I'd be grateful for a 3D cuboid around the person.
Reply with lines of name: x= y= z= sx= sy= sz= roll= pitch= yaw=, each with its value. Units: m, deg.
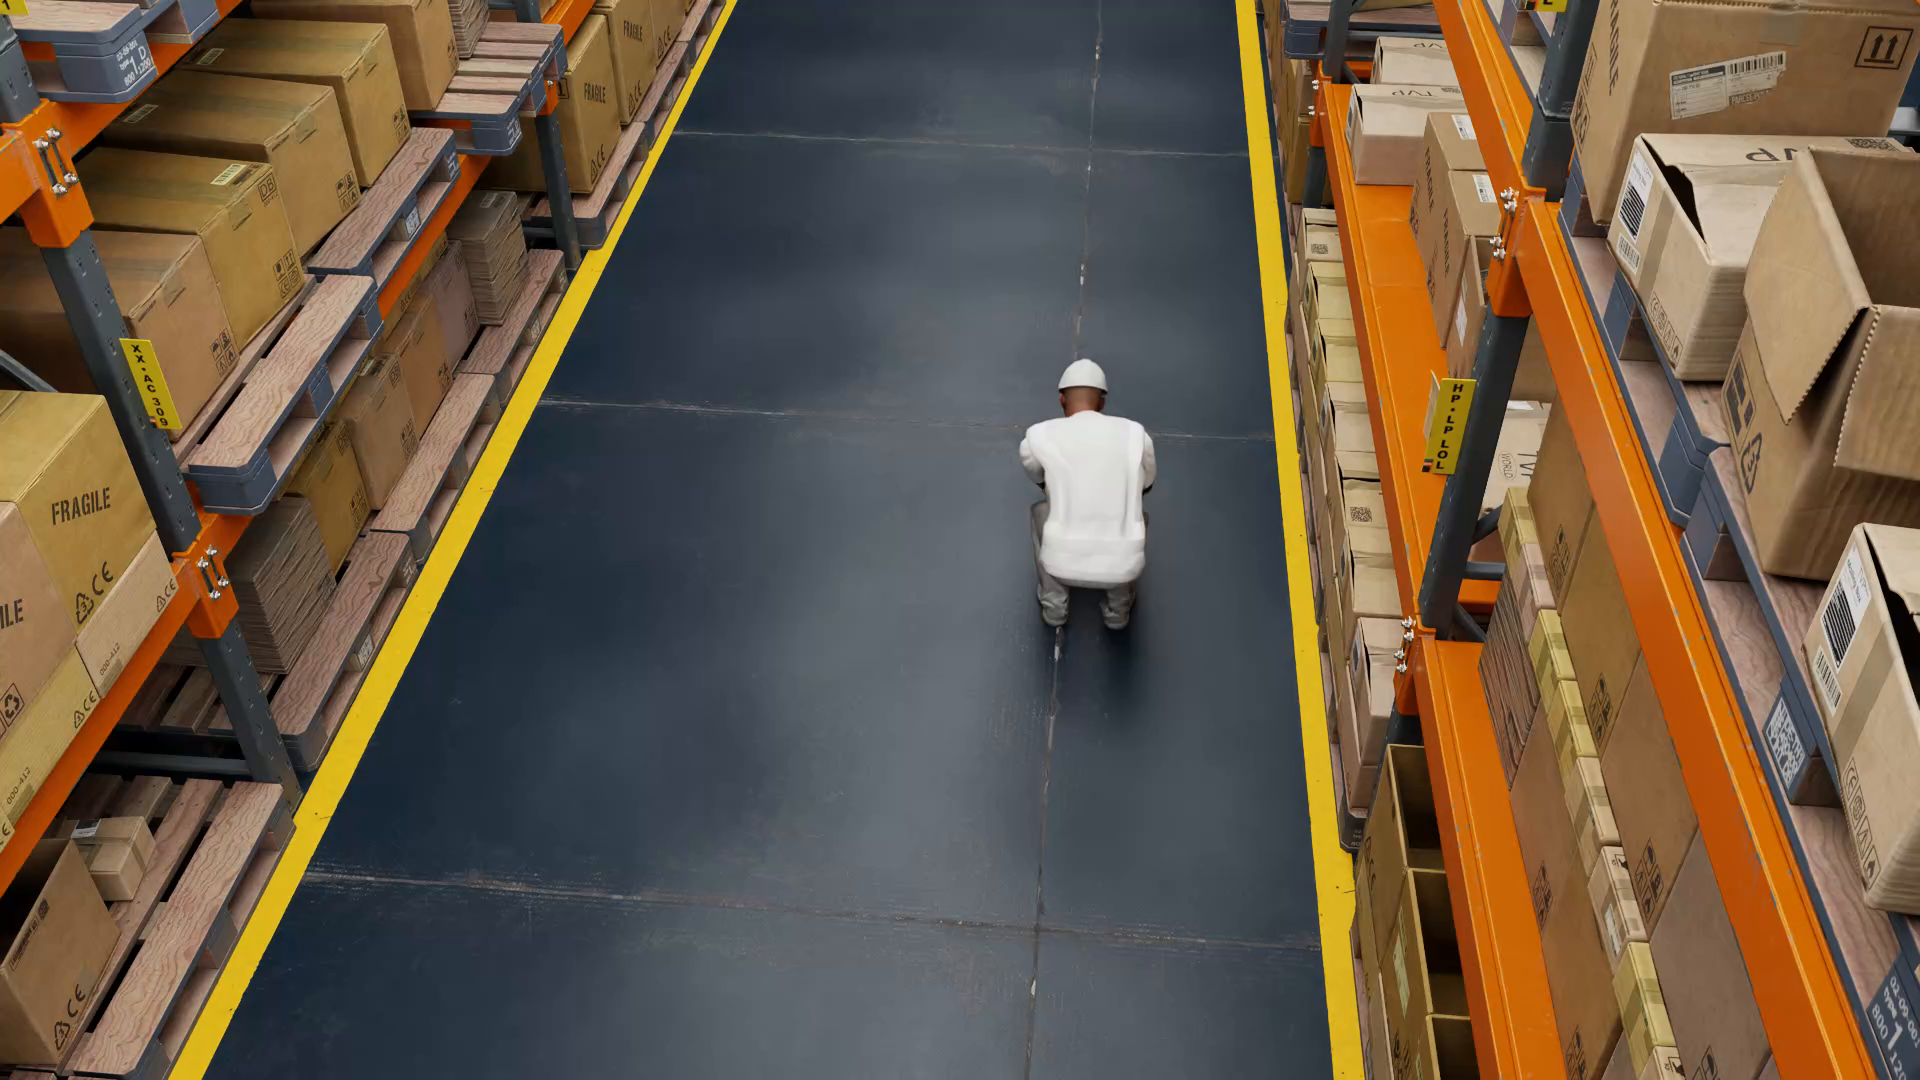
person: x=0.532 y=-0.189 z=6.974 sx=0.572 sy=0.996 sz=0.893 roll=3 pitch=40 yaw=4
